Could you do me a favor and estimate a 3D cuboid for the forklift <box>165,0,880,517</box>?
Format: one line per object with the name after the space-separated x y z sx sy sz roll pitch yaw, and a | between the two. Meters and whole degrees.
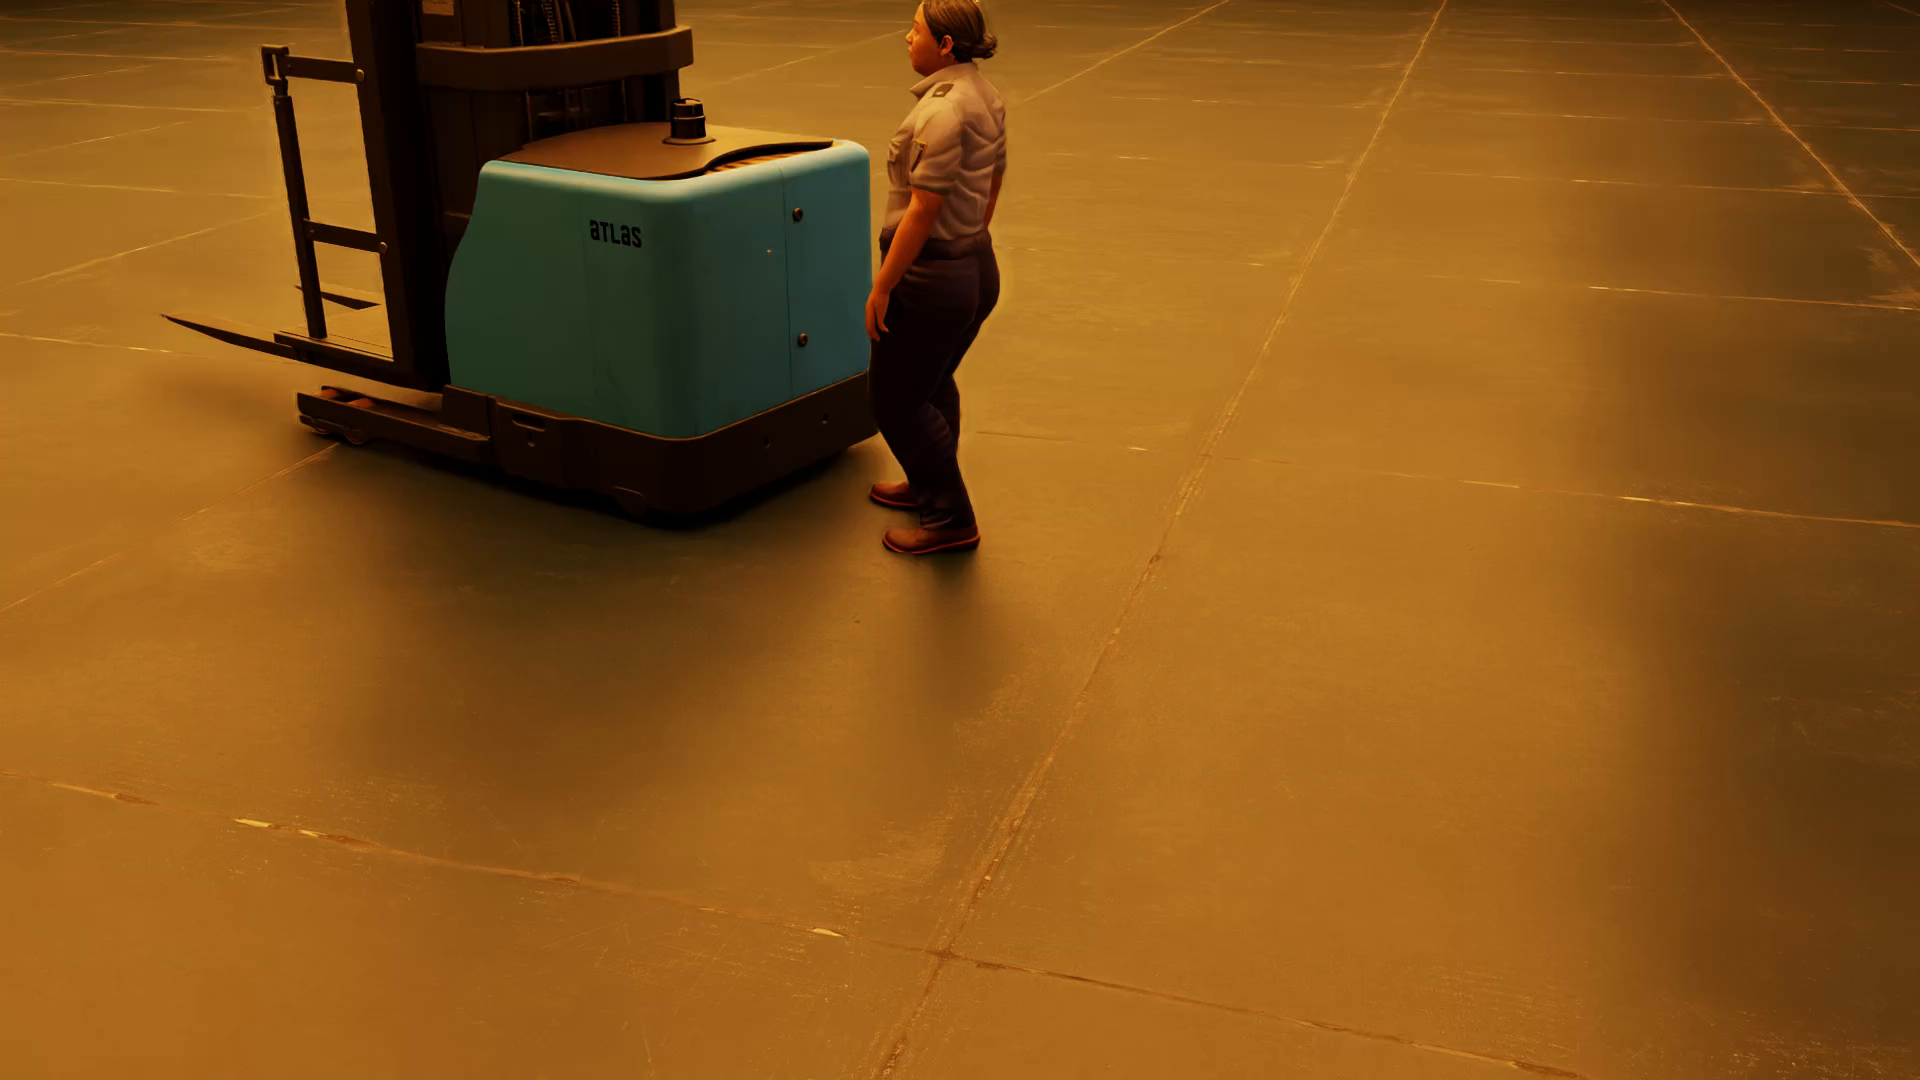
-1.789 -1.844 5.746 3.031 2.935 1.130 15 27 31 | forklift

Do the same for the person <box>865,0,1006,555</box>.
-0.141 -0.757 4.846 0.521 1.643 0.630 8 24 20 | person
